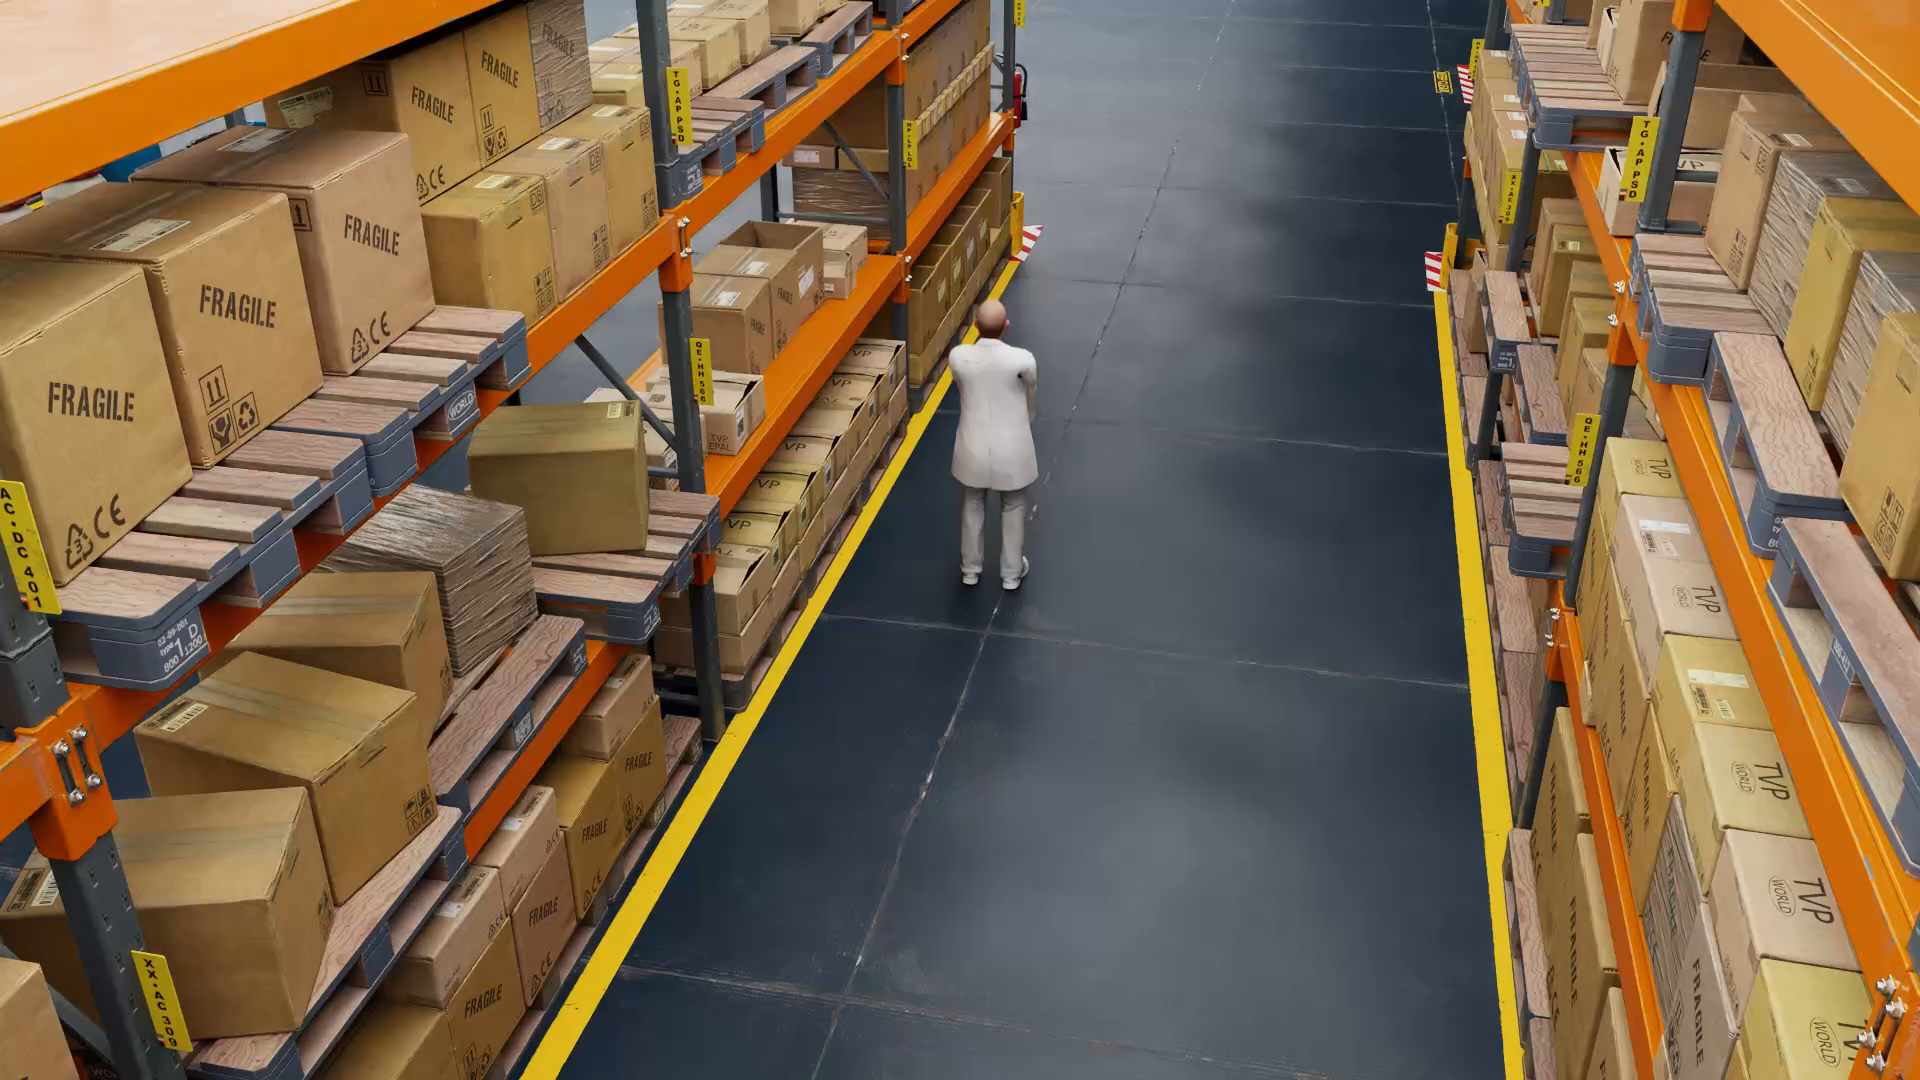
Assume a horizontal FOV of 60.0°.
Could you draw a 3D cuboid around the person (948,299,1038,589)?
[{"bbox_3d":[0.215,-0.604,9.759,0.527,1.780,0.551,5,29,10],"label":"person"}]
